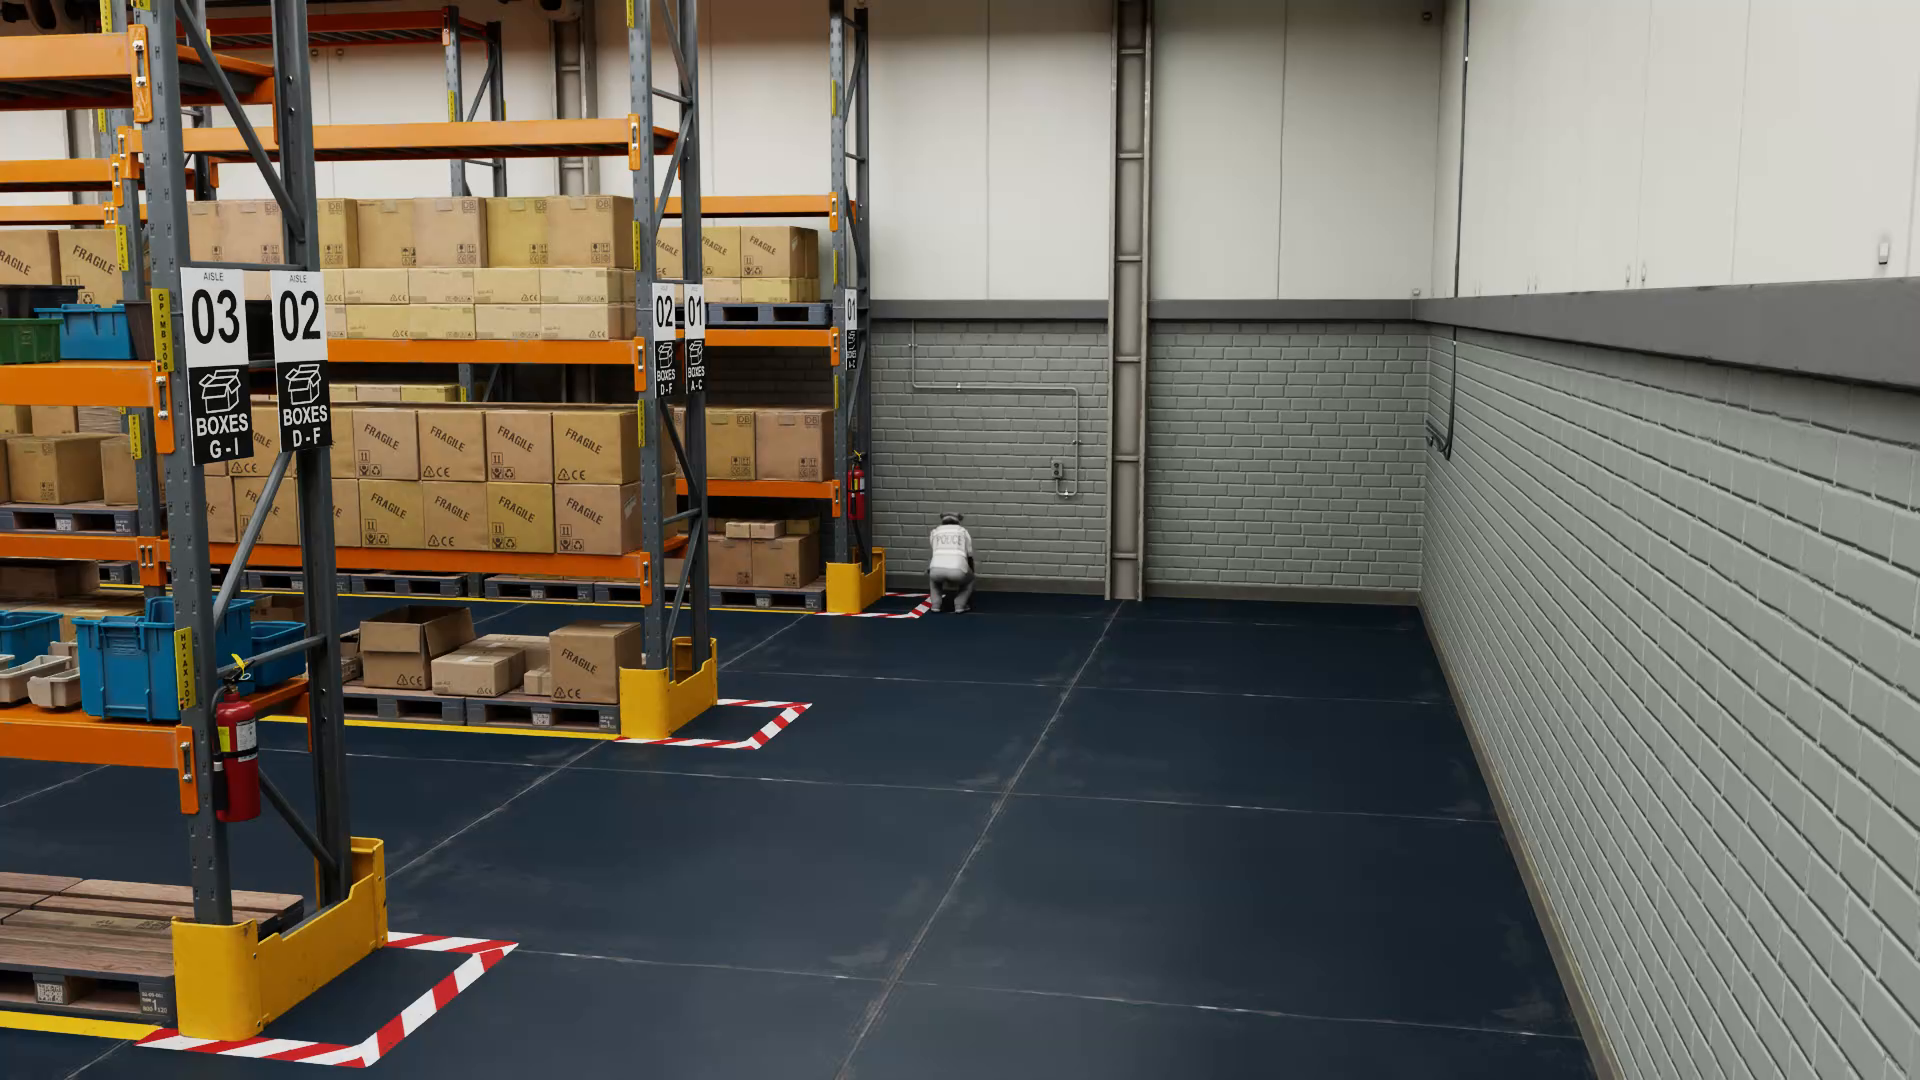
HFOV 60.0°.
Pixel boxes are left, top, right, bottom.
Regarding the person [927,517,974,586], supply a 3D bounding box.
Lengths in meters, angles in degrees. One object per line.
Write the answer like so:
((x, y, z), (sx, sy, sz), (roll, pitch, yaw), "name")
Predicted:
((-0.092, 0.148, 16.769), (0.446, 0.762, 0.871), (1, 8, 10), "person")
